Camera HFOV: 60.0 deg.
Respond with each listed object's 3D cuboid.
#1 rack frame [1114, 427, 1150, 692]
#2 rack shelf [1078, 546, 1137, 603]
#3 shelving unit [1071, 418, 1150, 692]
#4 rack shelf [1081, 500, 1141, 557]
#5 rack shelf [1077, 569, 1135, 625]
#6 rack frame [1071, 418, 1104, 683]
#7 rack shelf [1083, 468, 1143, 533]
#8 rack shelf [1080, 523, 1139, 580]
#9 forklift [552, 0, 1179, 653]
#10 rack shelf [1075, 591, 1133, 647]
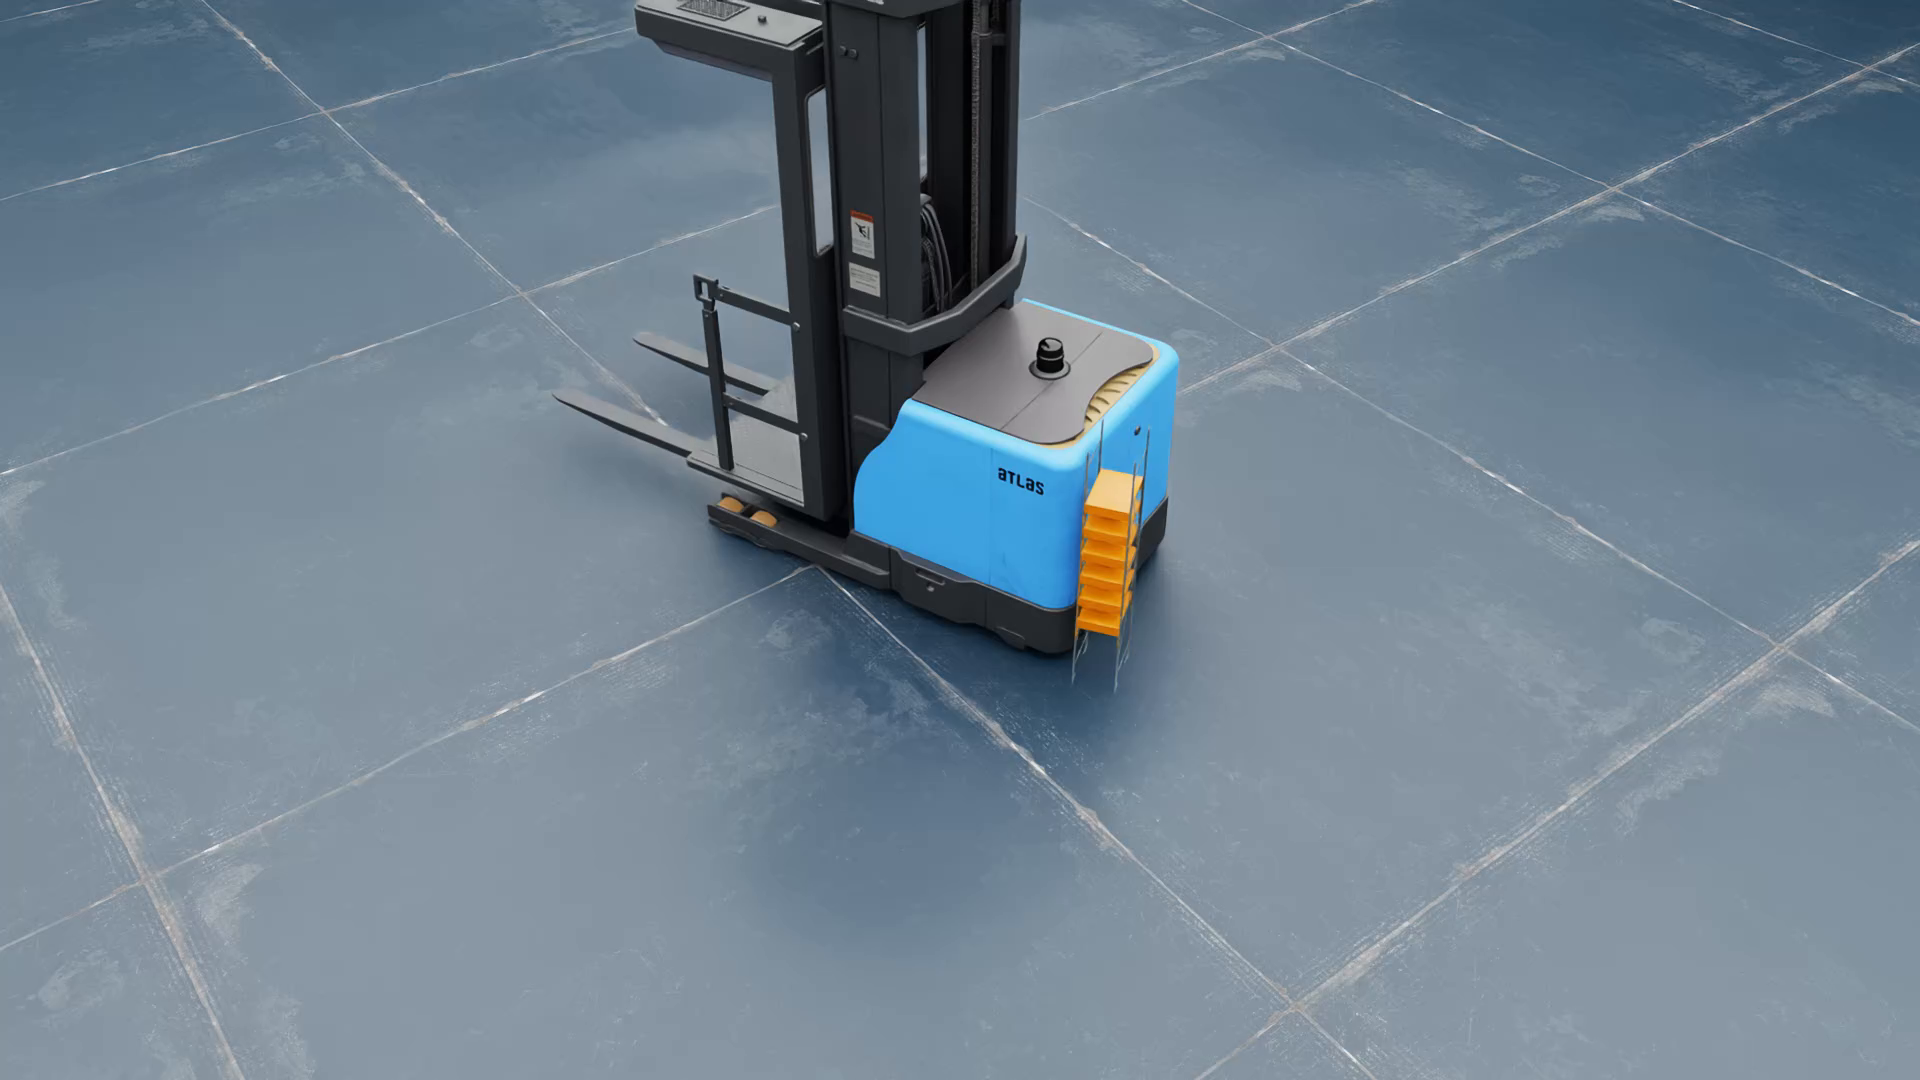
[{"bbox_3d":[0.688,0.103,6.678,0.006,1.200,0.240,12,41,14],"label":"rack frame"},{"bbox_3d":[0.601,0.119,6.728,0.180,0.103,0.258,12,41,14],"label":"rack shelf"},{"bbox_3d":[0.601,0.084,6.700,0.189,1.200,0.258,12,41,14],"label":"shelving unit"},{"bbox_3d":[0.602,-0.067,6.576,0.180,0.103,0.258,12,41,14],"label":"rack shelf"},{"bbox_3d":[0.600,0.211,6.805,0.180,0.103,0.258,12,41,14],"label":"rack shelf"},{"bbox_3d":[0.514,0.066,6.722,0.006,1.200,0.240,12,41,14],"label":"rack frame"},{"bbox_3d":[0.602,-0.159,6.500,0.180,0.103,0.258,12,41,14],"label":"rack shelf"},{"bbox_3d":[0.601,0.026,6.652,0.180,0.103,0.258,12,41,14],"label":"rack shelf"},{"bbox_3d":[-0.576,-1.361,7.098,3.031,2.935,1.130,22,44,24],"label":"forklift"},{"bbox_3d":[0.599,0.304,6.881,0.180,0.103,0.258,12,41,14],"label":"rack shelf"}]
